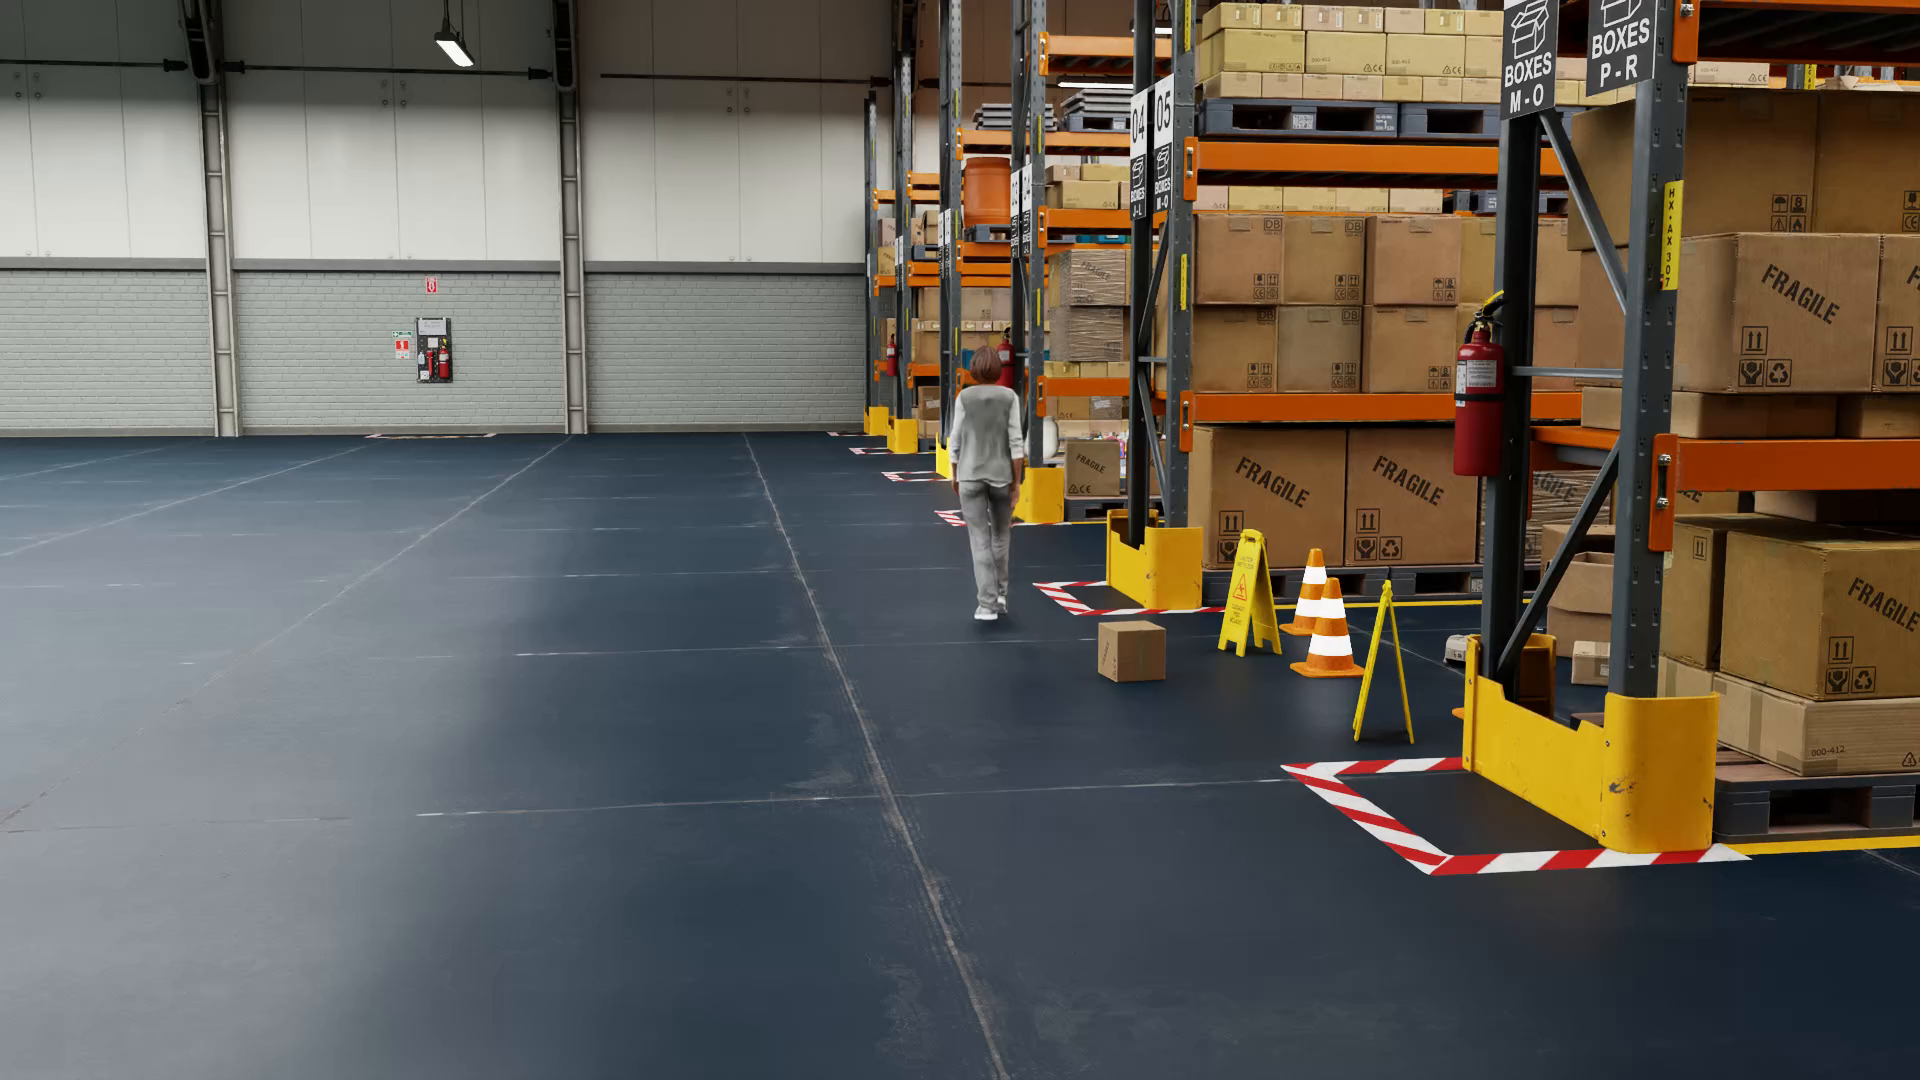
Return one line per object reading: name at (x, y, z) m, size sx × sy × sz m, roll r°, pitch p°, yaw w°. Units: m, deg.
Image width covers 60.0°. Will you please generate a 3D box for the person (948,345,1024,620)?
person at (0.143, -0.327, 9.659) m, size 0.422 × 1.599 × 0.774 m, roll -1°, pitch 7°, yaw -6°
